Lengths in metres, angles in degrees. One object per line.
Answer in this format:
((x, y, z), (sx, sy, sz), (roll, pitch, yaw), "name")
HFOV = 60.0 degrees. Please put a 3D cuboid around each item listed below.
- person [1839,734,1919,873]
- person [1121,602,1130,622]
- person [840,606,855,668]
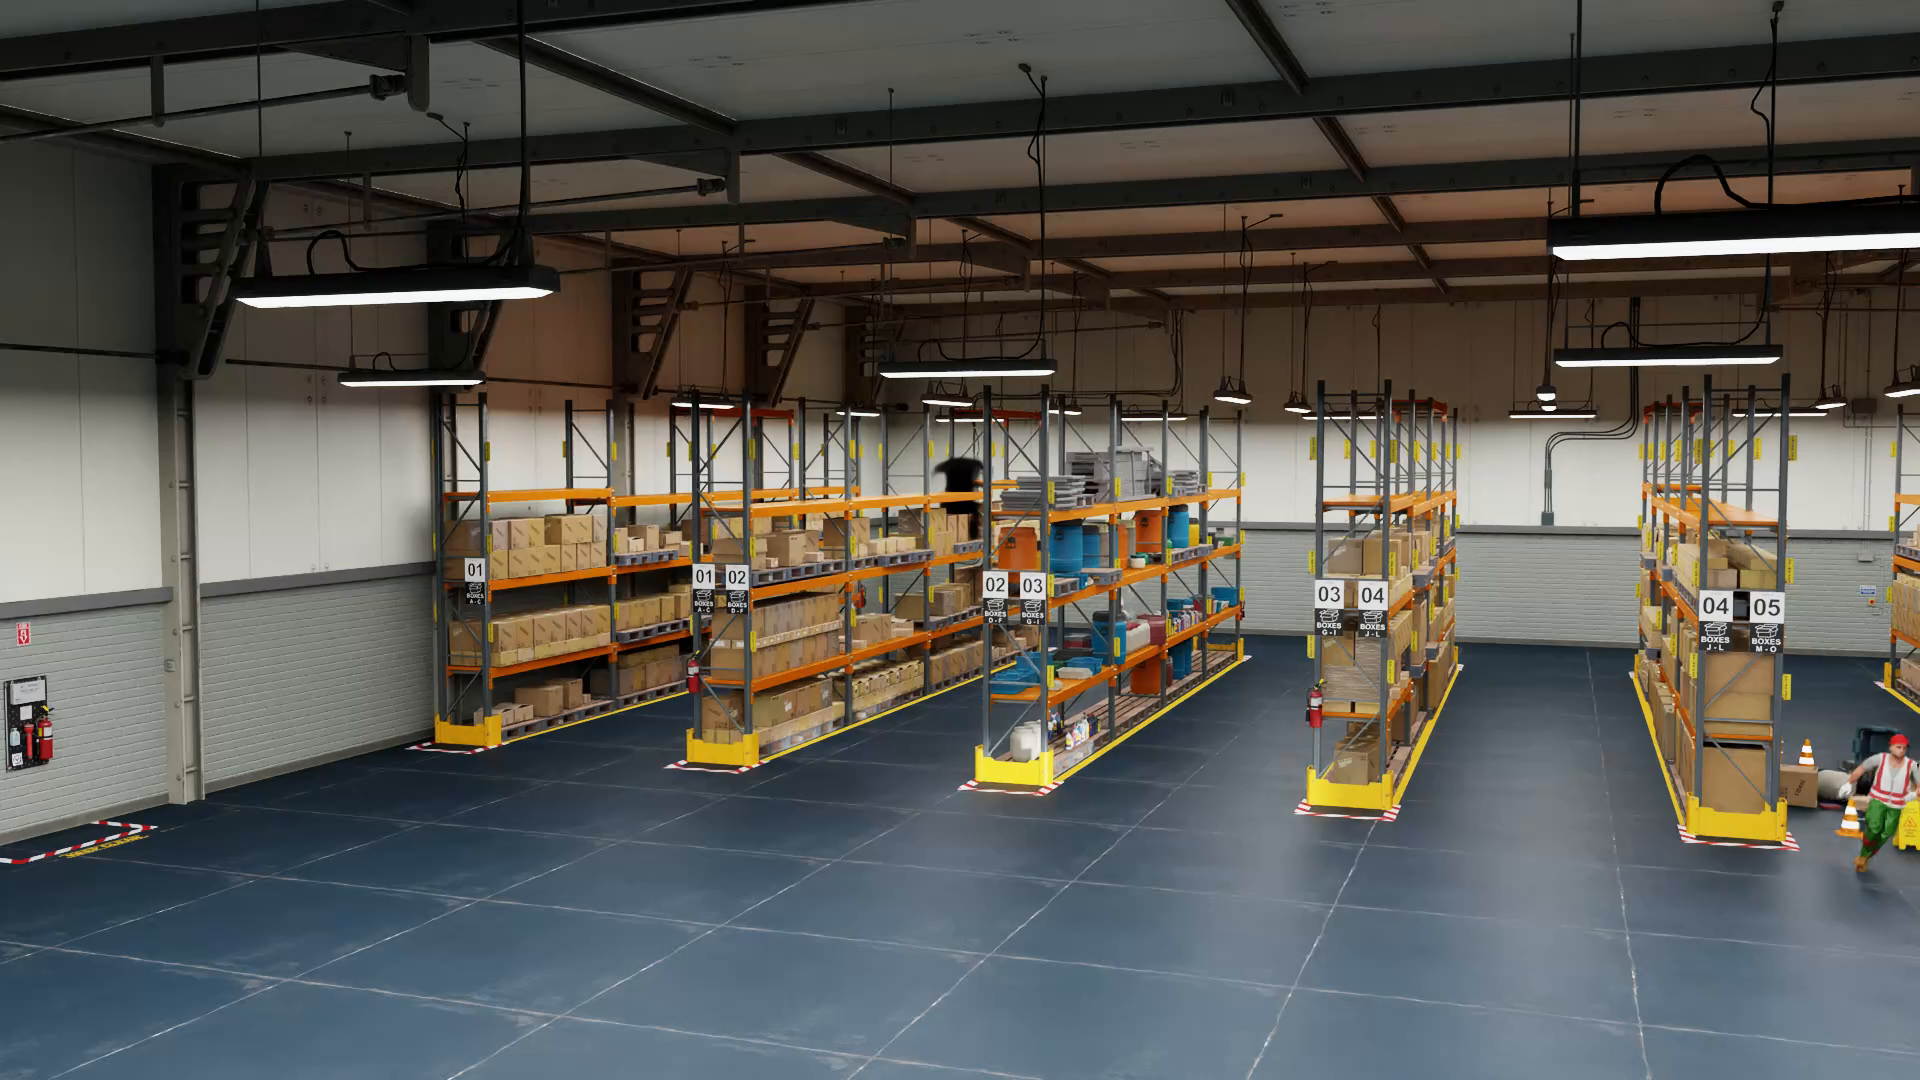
((10.929, 3.121, 19.626), (0.843, 1.689, 0.719), (1, 3, 14), "person")
((3.515, 2.178, 37.166), (0.633, 1.702, 0.728), (0, 3, 7), "person")
((-2.340, 2.249, 35.604), (0.651, 1.734, 0.627), (0, 3, 7), "person")
